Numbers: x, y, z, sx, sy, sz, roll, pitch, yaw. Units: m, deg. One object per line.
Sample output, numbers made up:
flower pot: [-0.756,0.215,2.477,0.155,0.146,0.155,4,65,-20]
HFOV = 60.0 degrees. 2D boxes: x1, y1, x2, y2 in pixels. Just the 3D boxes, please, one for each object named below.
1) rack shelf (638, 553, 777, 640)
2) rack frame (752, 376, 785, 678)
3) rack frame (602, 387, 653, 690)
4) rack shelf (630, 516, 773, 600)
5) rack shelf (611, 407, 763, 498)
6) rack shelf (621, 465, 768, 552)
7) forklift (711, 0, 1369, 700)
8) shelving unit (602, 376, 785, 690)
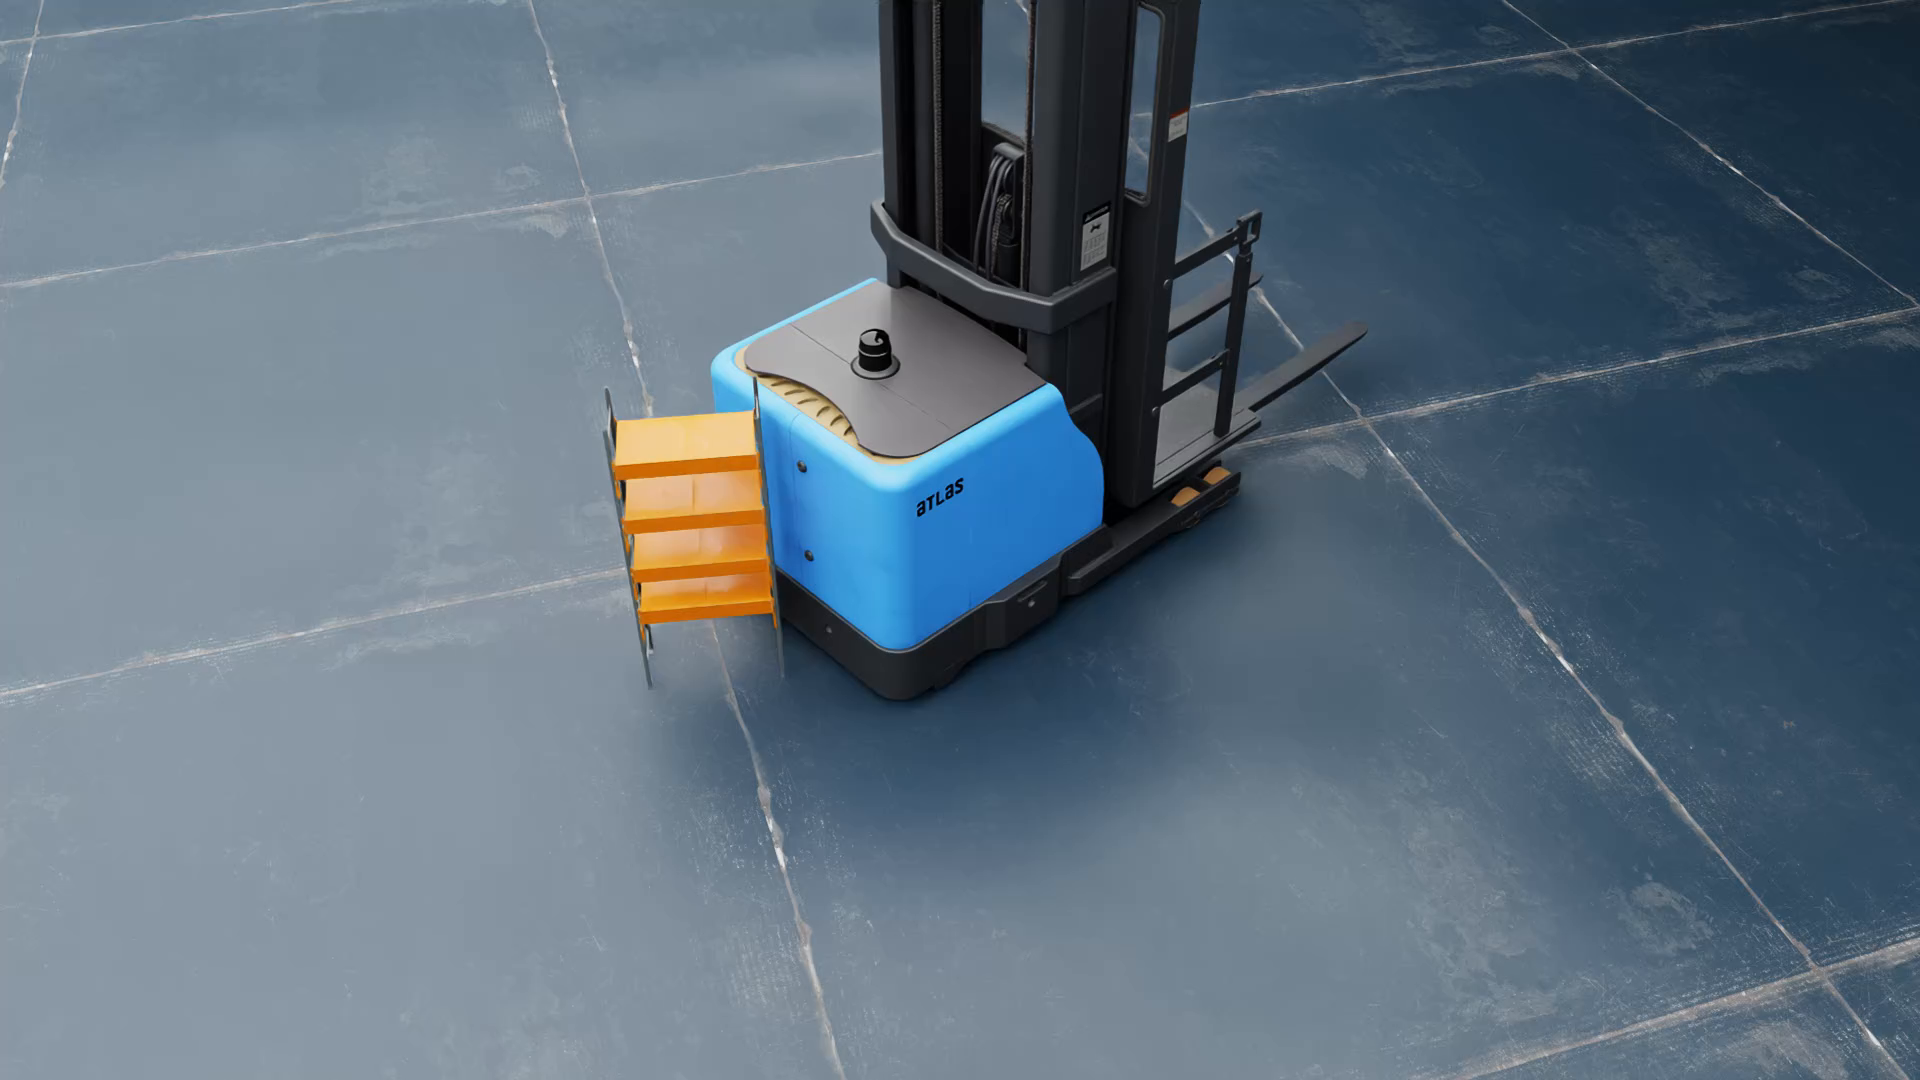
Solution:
rack shelf: [-0.912,0.202,6.010,0.480,0.148,0.258,-5,41,-5]
rack frame: [-0.671,-0.019,5.859,0.015,1.200,0.240,-5,41,-5]
rack frame: [-1.155,0.022,5.812,0.015,1.200,0.240,-5,41,-5]
rack shelf: [-0.912,0.053,5.880,0.480,0.148,0.258,-5,41,-5]
rack shelf: [-0.913,-0.294,5.577,0.480,0.148,0.258,-5,41,-5]
rack shelf: [-0.913,-0.116,5.732,0.480,0.148,0.258,-5,41,-5]
forklift: [0.521,-1.378,6.100,3.031,2.935,1.130,-32,50,-31]
shelving unit: [-0.913,0.002,5.835,0.503,1.200,0.258,-5,41,-5]
